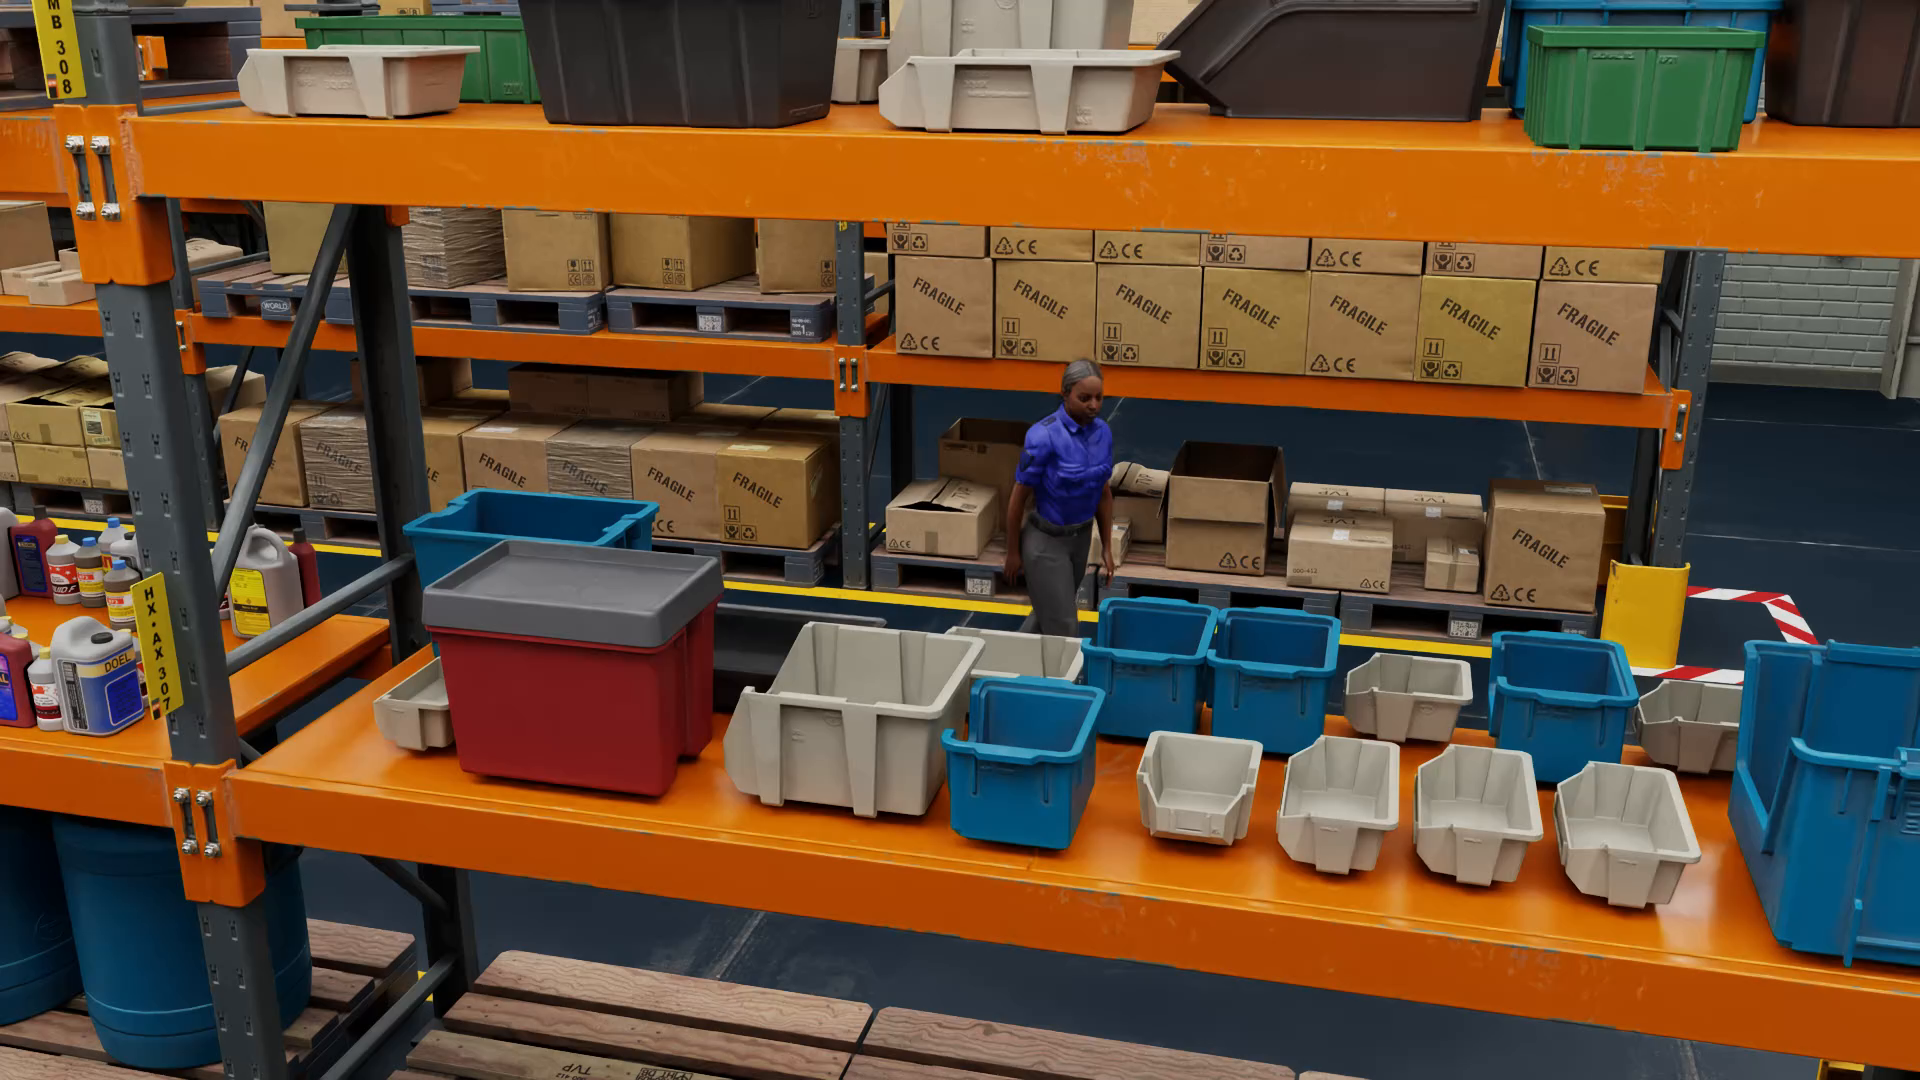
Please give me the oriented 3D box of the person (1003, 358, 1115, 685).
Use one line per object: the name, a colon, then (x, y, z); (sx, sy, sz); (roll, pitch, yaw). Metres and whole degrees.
person: (0.420, 0.070, 6.919); (0.653, 1.703, 0.452); (16, 24, 40)
